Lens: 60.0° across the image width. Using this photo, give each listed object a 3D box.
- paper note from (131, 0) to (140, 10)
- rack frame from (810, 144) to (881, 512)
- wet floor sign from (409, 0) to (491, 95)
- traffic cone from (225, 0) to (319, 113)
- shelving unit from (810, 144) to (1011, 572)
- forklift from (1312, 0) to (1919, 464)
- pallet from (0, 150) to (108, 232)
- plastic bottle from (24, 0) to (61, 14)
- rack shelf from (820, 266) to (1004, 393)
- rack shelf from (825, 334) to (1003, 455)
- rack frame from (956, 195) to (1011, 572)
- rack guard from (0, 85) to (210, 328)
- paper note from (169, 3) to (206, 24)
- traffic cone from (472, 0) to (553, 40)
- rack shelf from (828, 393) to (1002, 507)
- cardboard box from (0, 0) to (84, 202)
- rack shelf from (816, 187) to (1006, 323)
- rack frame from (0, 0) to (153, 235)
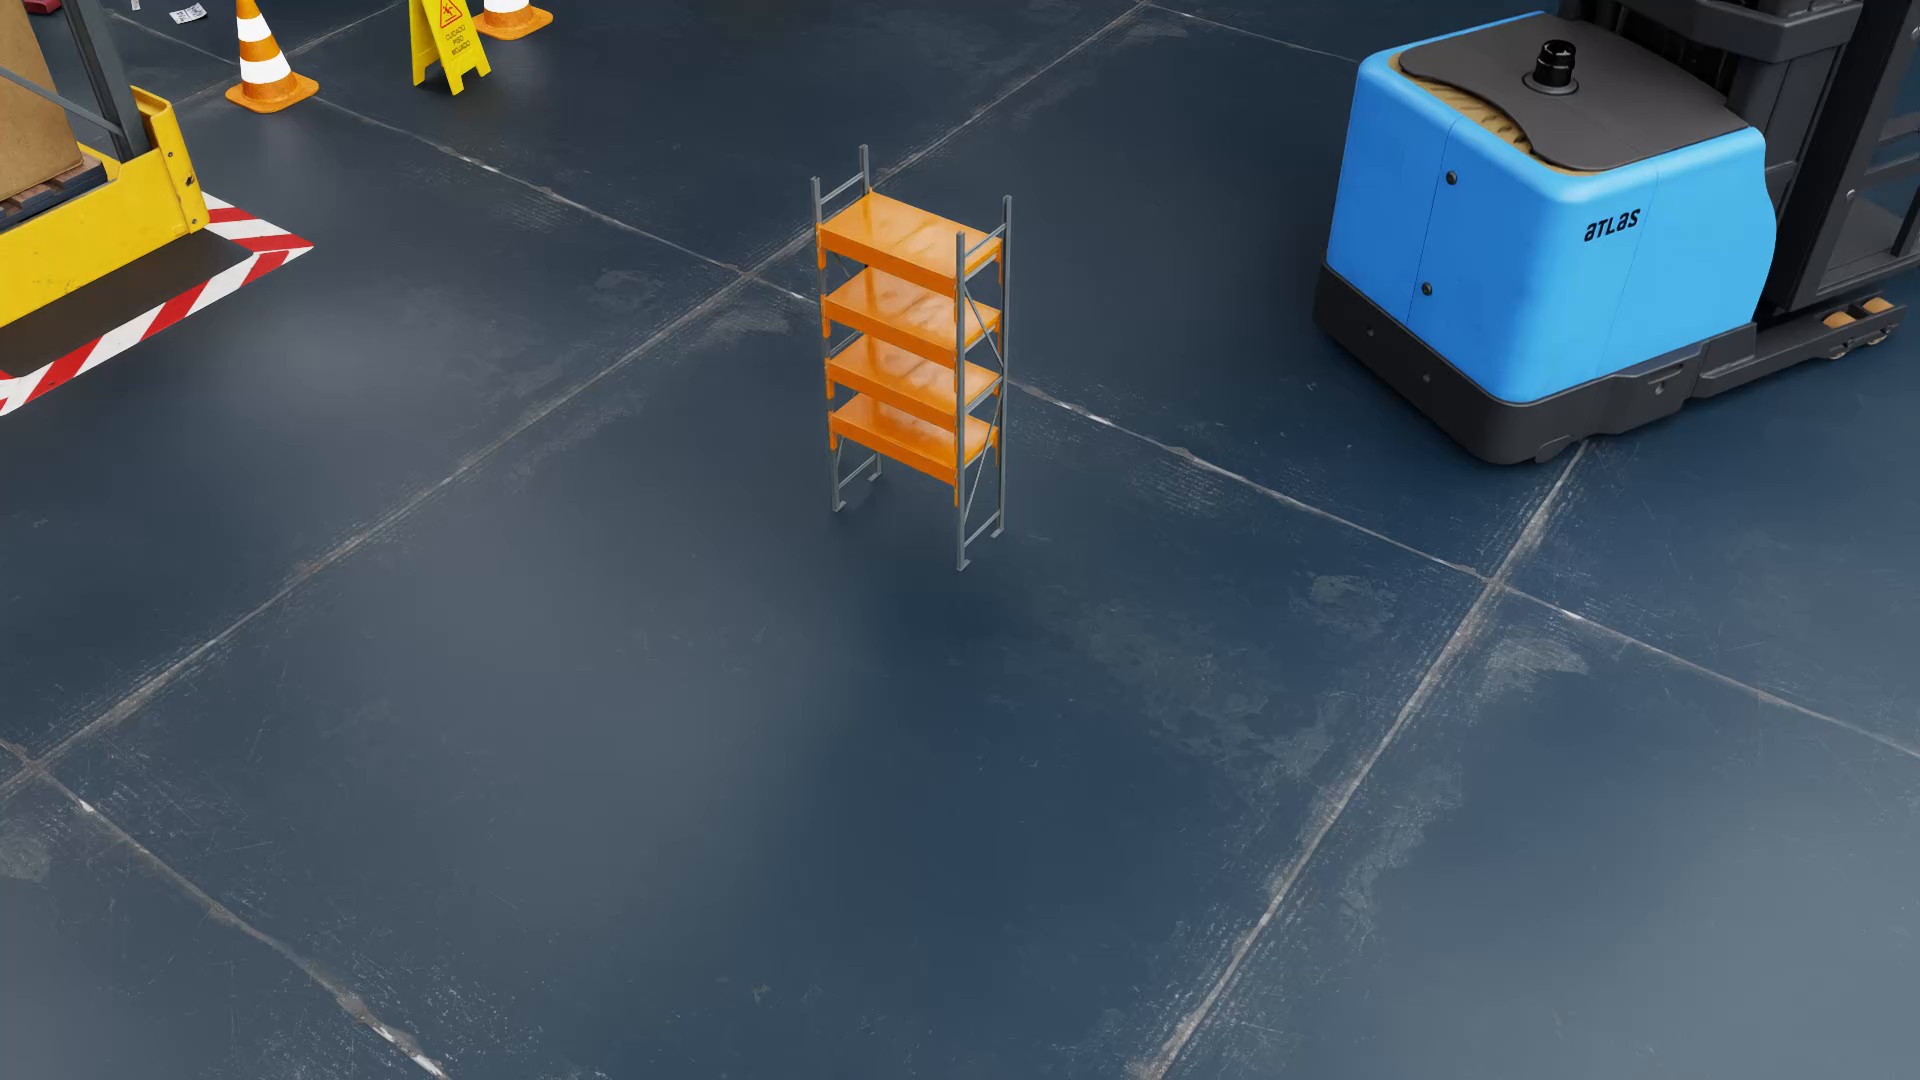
[{"bbox_3d":[-4.060,-2.636,8.188,0.032,0.001,0.123,-17,45,-18],"label":"paper note"},{"bbox_3d":[-0.335,-0.604,5.025,0.015,1.200,0.240,25,48,25],"label":"rack frame"},{"bbox_3d":[-2.322,-2.353,7.396,0.232,0.644,0.267,17,45,18],"label":"wet floor sign"},{"bbox_3d":[-3.102,-2.194,7.355,0.334,0.463,0.336,25,48,25],"label":"traffic cone"},{"bbox_3d":[-0.136,-0.511,4.921,0.503,1.200,0.258,25,48,25],"label":"shelving unit"},{"bbox_3d":[2.830,-2.036,5.327,3.031,2.935,1.130,-19,45,-20],"label":"forklift"},{"bbox_3d":[-4.183,-1.385,6.639,1.213,0.211,1.003,25,48,25],"label":"pallet"},{"bbox_3d":[-4.467,-2.684,8.204,0.133,0.061,0.283,10,43,11],"label":"plastic bottle"},{"bbox_3d":[-0.136,-0.627,4.816,0.480,0.148,0.258,25,48,25],"label":"rack shelf"},{"bbox_3d":[-0.136,-0.460,4.966,0.480,0.148,0.258,25,48,25],"label":"rack shelf"},{"bbox_3d":[0.064,-0.417,4.816,0.015,1.200,0.240,25,48,25],"label":"rack frame"},{"bbox_3d":[-3.463,-1.220,6.238,0.348,0.500,1.175,25,48,25],"label":"rack guard"},{"bbox_3d":[-3.758,-2.565,8.095,0.144,0.017,0.142,-25,48,-25],"label":"paper note"},{"bbox_3d":[-2.175,-2.680,7.898,0.334,0.463,0.336,25,48,25],"label":"traffic cone"},{"bbox_3d":[-0.136,-0.312,5.098,0.480,0.148,0.258,25,48,25],"label":"rack shelf"},{"bbox_3d":[-4.076,-1.749,6.233,0.875,0.875,0.875,25,48,26],"label":"cardboard box"},{"bbox_3d":[-0.136,-0.803,4.659,0.480,0.148,0.258,25,48,25],"label":"rack shelf"},{"bbox_3d":[-3.483,-2.160,5.415,0.127,3.000,1.000,25,48,25],"label":"rack frame"}]
